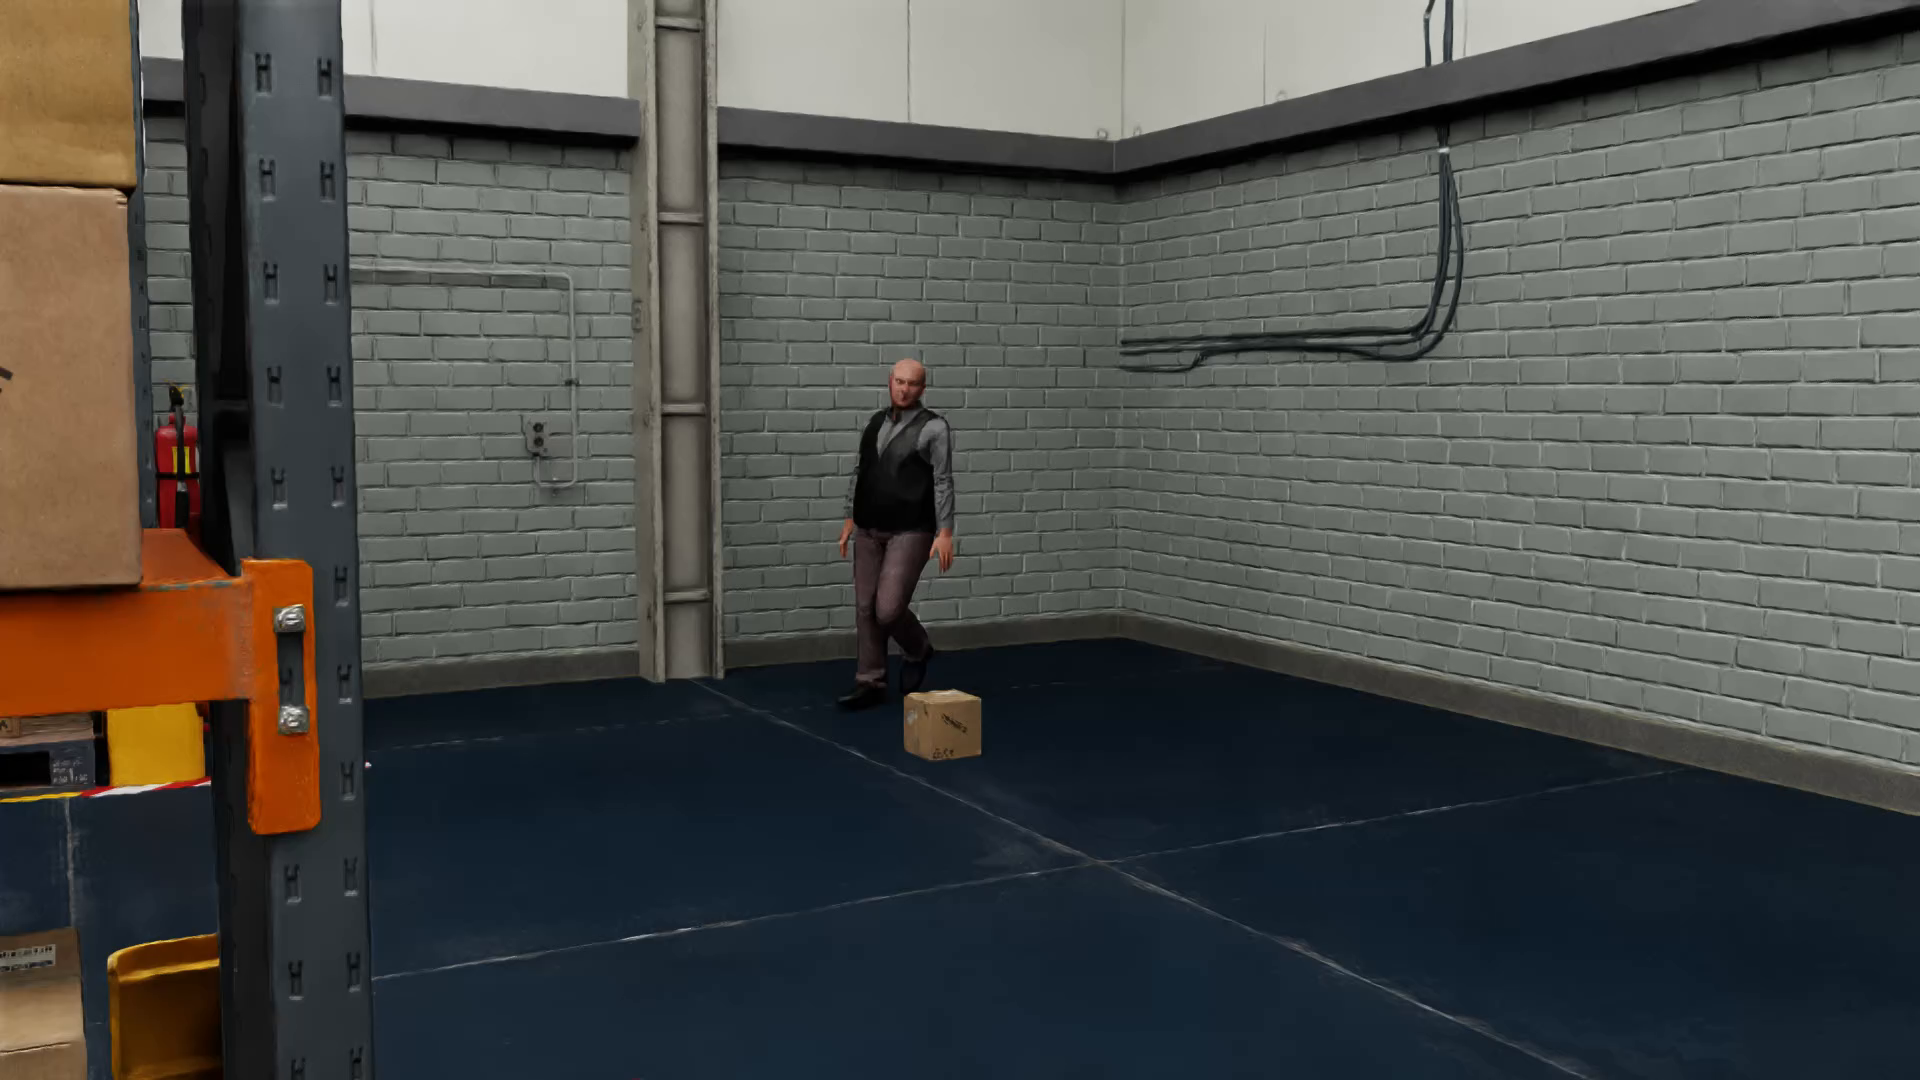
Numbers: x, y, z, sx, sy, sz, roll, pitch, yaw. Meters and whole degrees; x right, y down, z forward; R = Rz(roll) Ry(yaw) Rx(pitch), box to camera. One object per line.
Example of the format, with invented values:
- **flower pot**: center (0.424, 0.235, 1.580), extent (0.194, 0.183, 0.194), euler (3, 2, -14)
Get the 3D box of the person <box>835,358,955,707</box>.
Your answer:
- **person**: center (-0.317, -0.032, 8.138), extent (0.643, 1.704, 0.503), euler (3, 6, 35)
